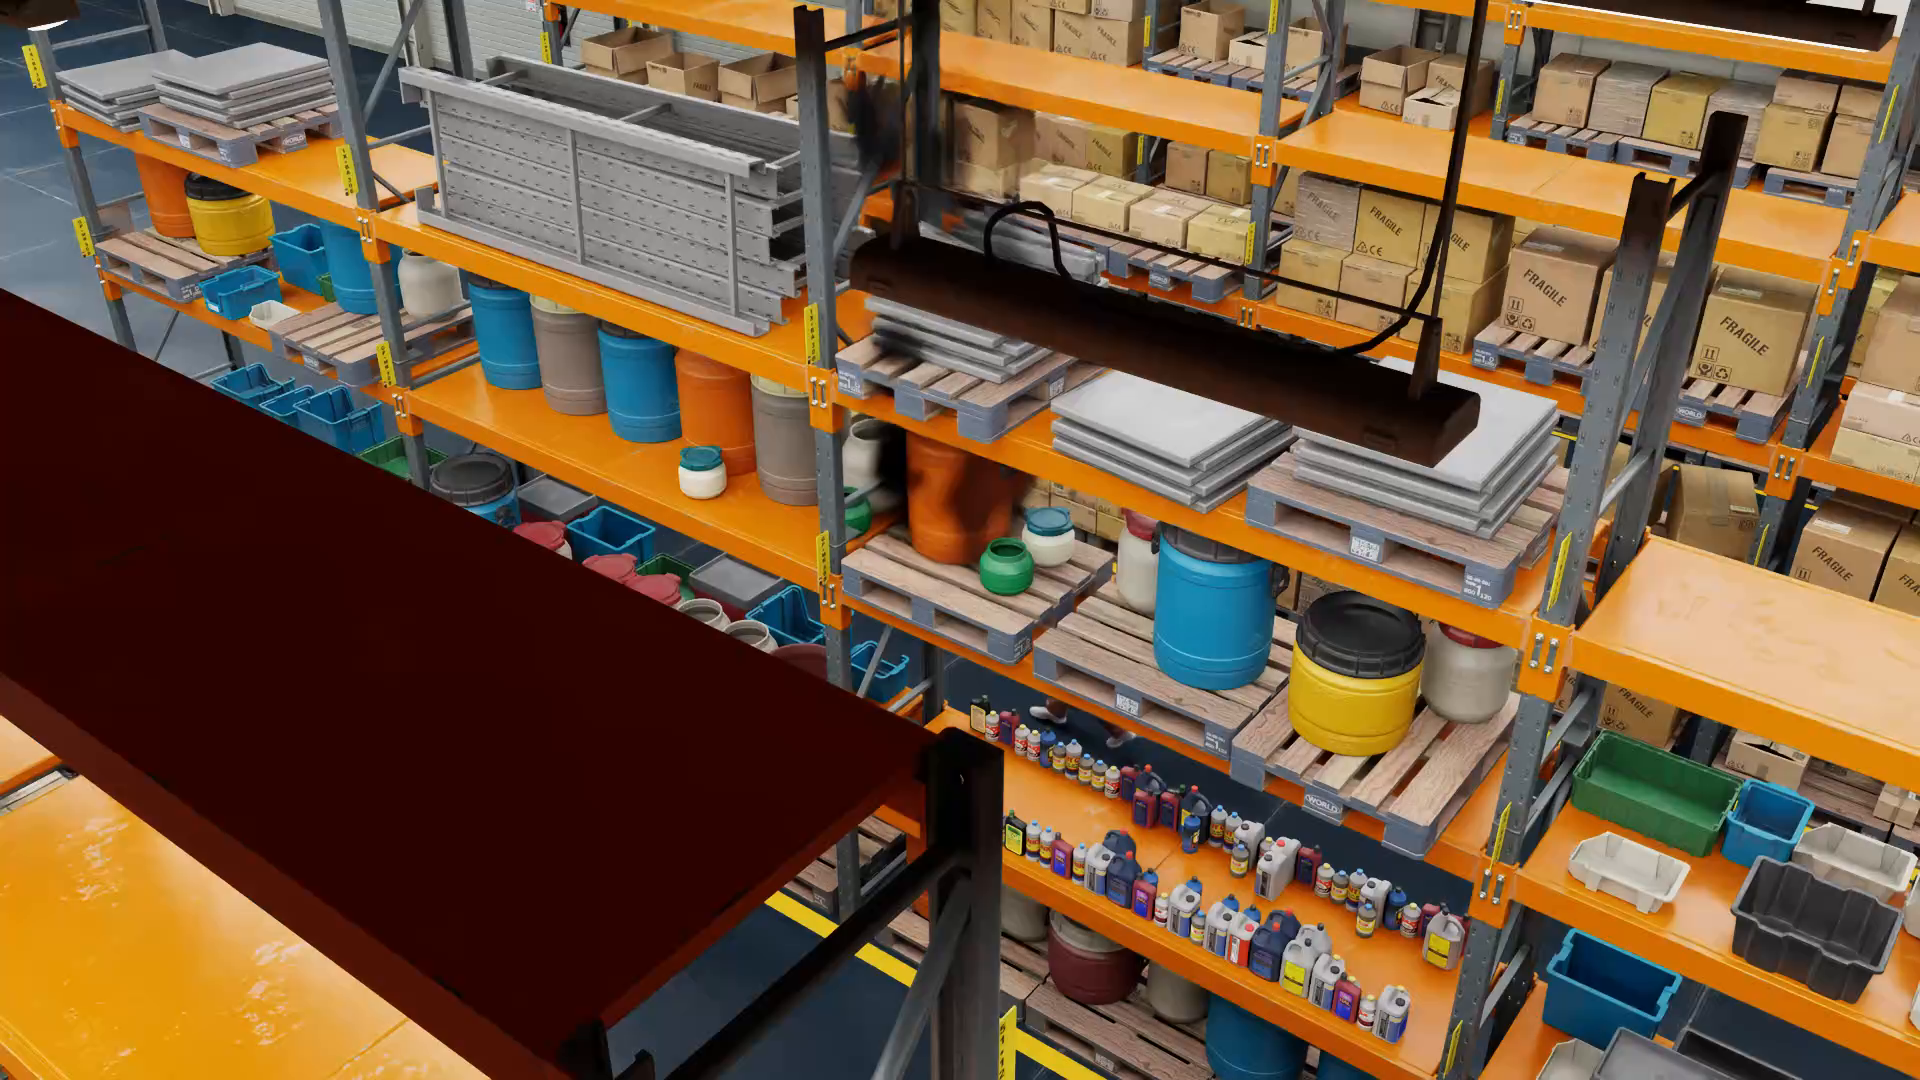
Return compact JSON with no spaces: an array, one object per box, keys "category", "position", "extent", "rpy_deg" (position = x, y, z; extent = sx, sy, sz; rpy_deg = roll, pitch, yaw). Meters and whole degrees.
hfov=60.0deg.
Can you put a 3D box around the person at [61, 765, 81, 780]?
[{"category":"person","position":[-5.774,1.872,10.512],"extent":[1.050,1.792,0.662],"rpy_deg":[18,36,27]}]

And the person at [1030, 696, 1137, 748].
[{"category":"person","position":[0.942,0.791,12.342],"extent":[0.969,1.648,0.577],"rpy_deg":[18,36,27]}]
